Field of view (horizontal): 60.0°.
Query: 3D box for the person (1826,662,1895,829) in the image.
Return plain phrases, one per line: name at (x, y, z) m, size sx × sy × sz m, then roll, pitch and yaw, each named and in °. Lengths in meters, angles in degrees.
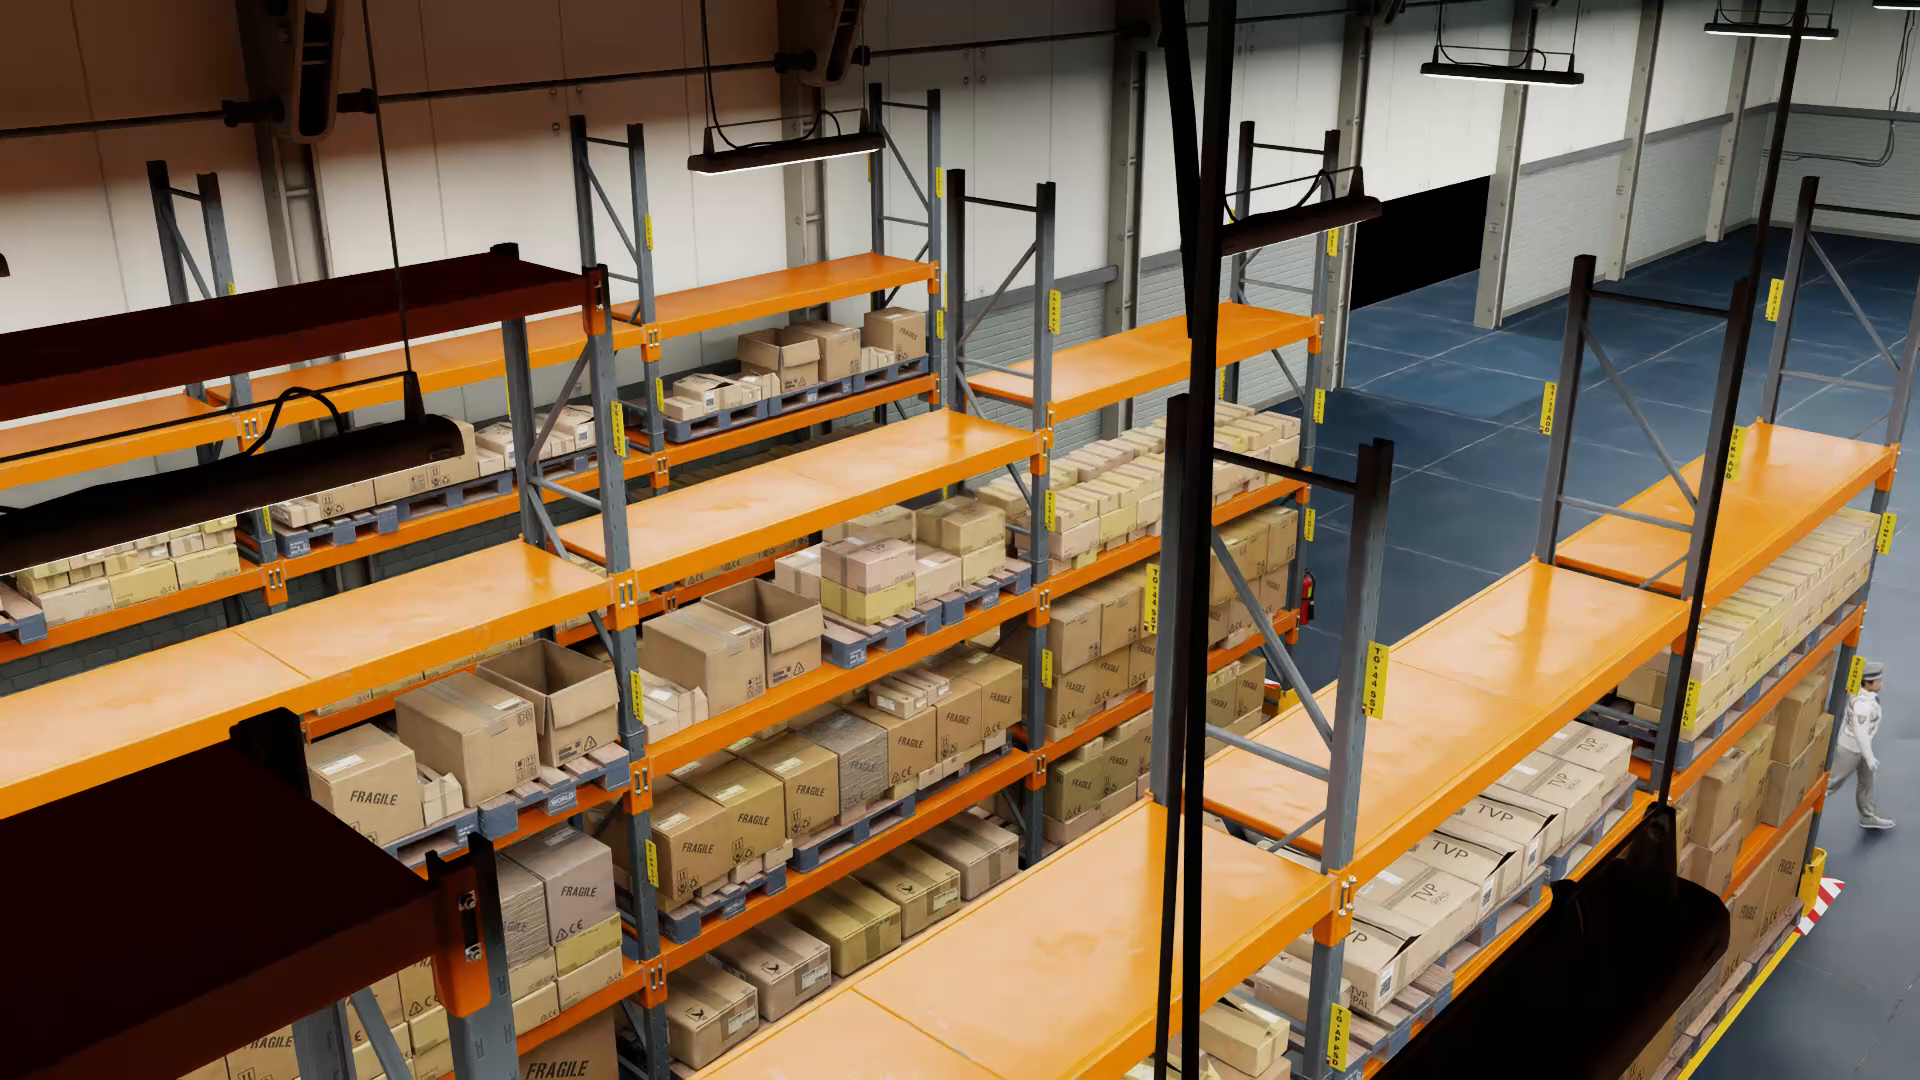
person at (8.062, 1.854, 14.961) m, size 0.894 × 1.647 × 0.498 m, roll 11°, pitch 24°, yaw 26°
